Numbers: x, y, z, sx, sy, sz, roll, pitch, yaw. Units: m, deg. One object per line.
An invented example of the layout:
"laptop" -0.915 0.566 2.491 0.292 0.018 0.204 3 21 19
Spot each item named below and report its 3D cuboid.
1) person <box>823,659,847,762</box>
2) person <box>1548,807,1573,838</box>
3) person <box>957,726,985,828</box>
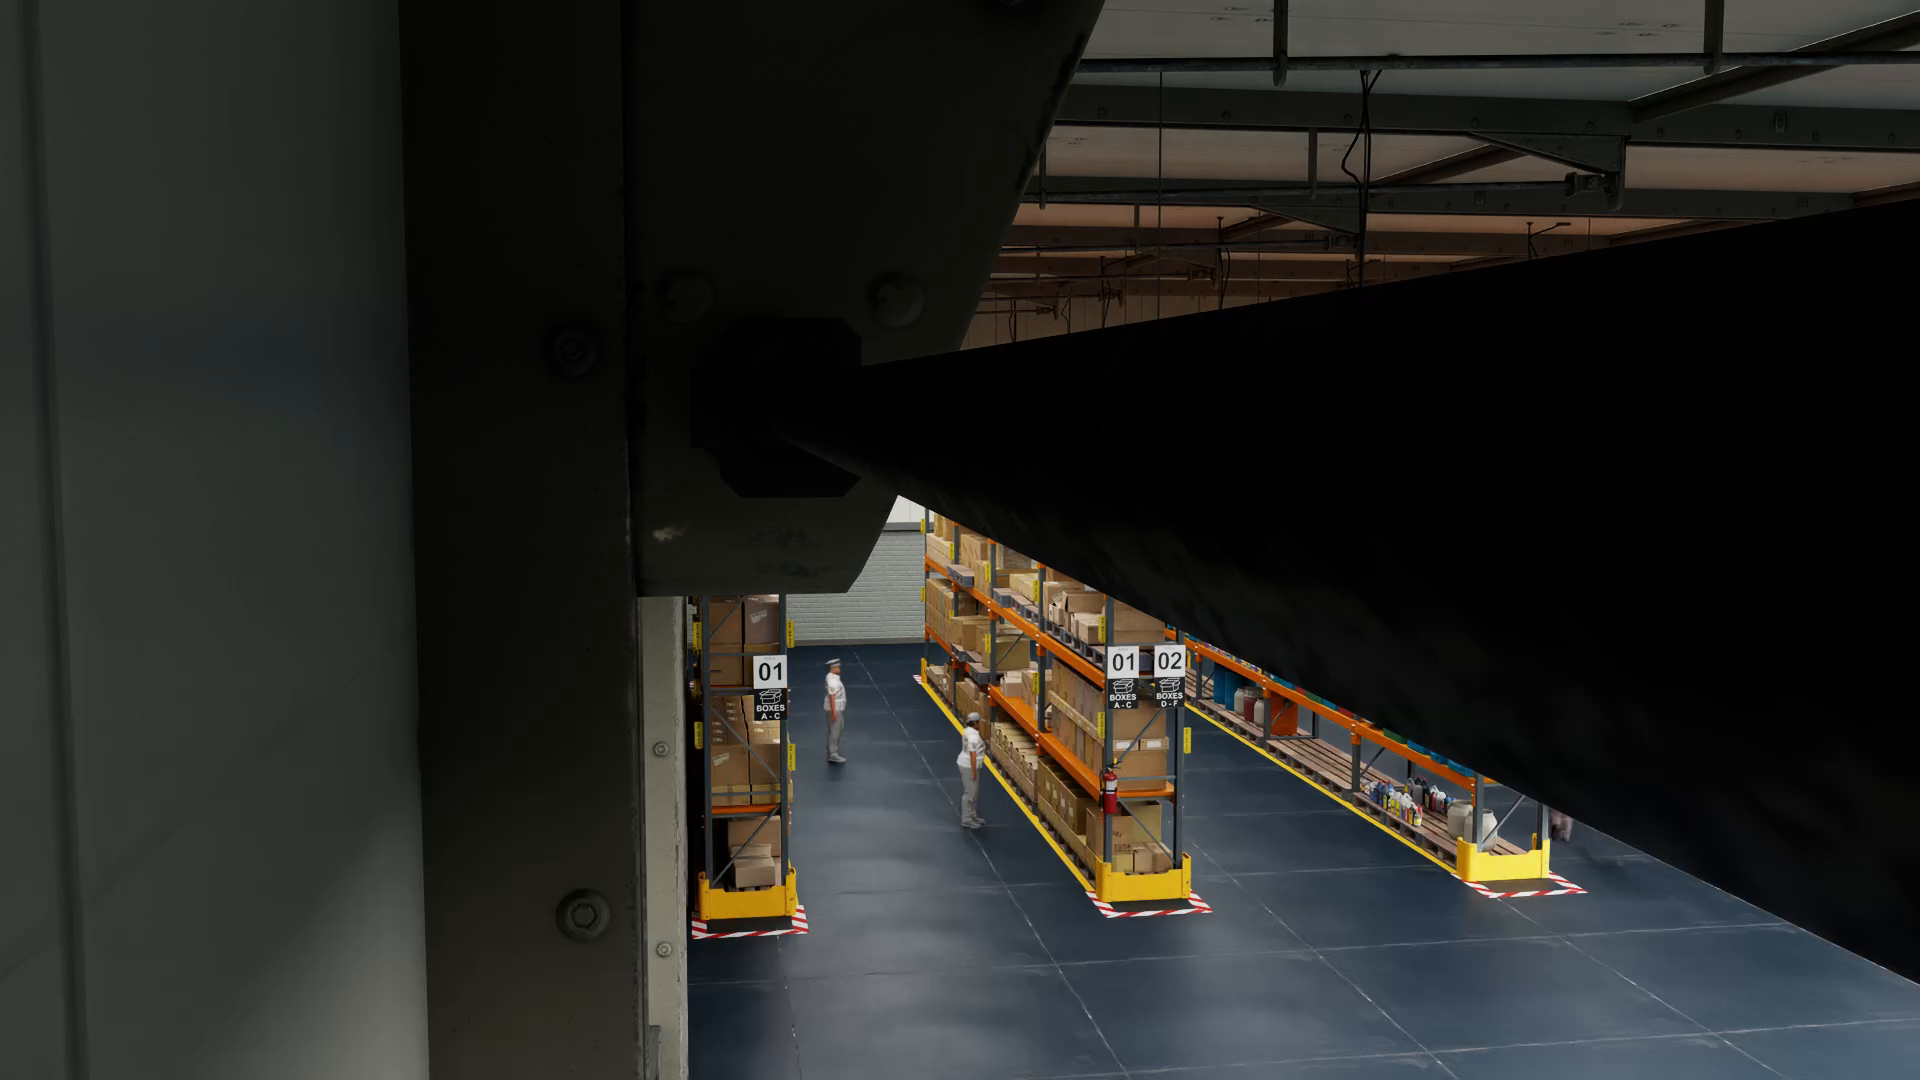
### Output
"person" -2.164 2.961 28.698 0.396 1.831 0.591 0 5 -5
"person" 8.528 3.373 23.401 0.531 1.659 0.466 2 5 17
"person" 0.172 3.458 24.371 0.414 1.474 0.487 -1 5 -7
